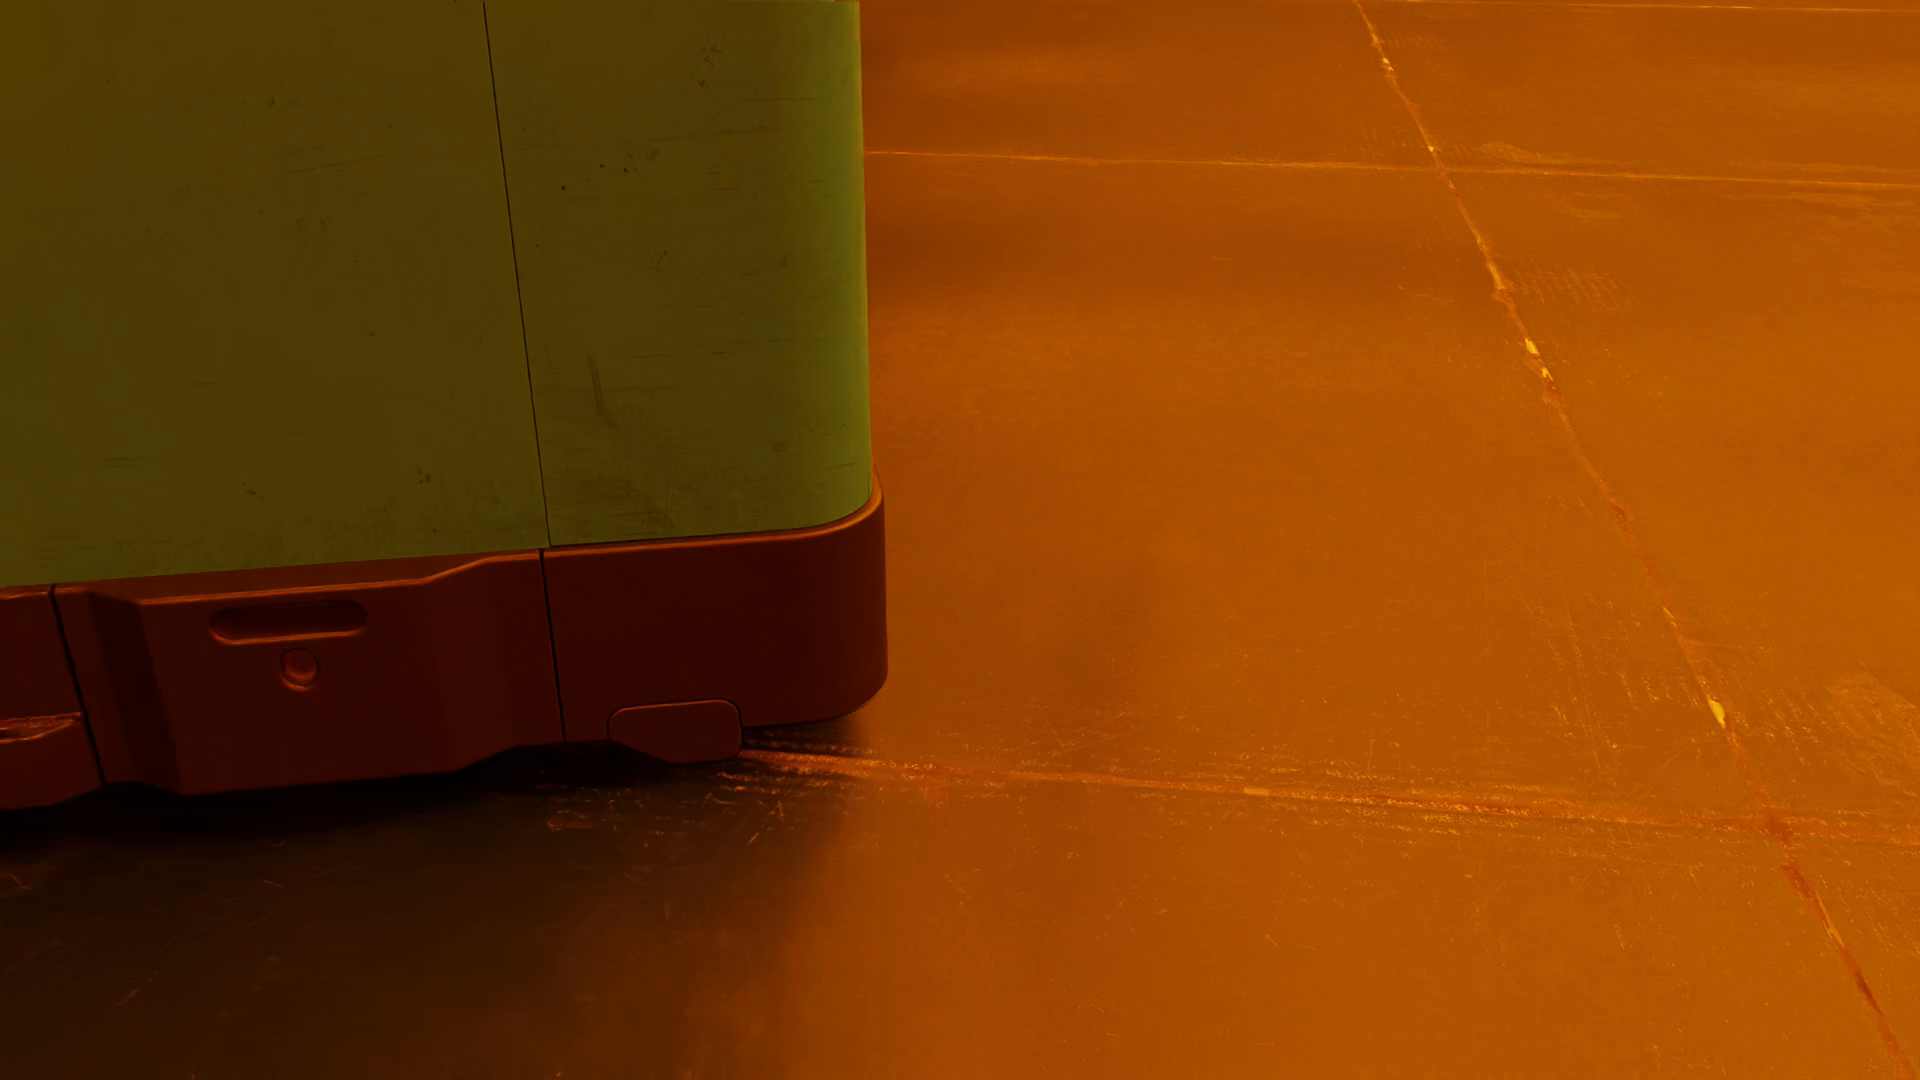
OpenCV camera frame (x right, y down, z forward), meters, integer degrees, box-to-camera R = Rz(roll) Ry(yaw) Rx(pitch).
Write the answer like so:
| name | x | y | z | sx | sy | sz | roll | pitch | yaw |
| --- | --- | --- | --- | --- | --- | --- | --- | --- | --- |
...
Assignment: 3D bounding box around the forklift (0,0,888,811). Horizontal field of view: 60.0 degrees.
| name | x | y | z | sx | sy | sz | roll | pitch | yaw |
| --- | --- | --- | --- | --- | --- | --- | --- | --- | --- |
| forklift | -1.652 | -1.165 | 1.552 | 3.031 | 2.935 | 1.130 | -4 | 27 | -8 |
